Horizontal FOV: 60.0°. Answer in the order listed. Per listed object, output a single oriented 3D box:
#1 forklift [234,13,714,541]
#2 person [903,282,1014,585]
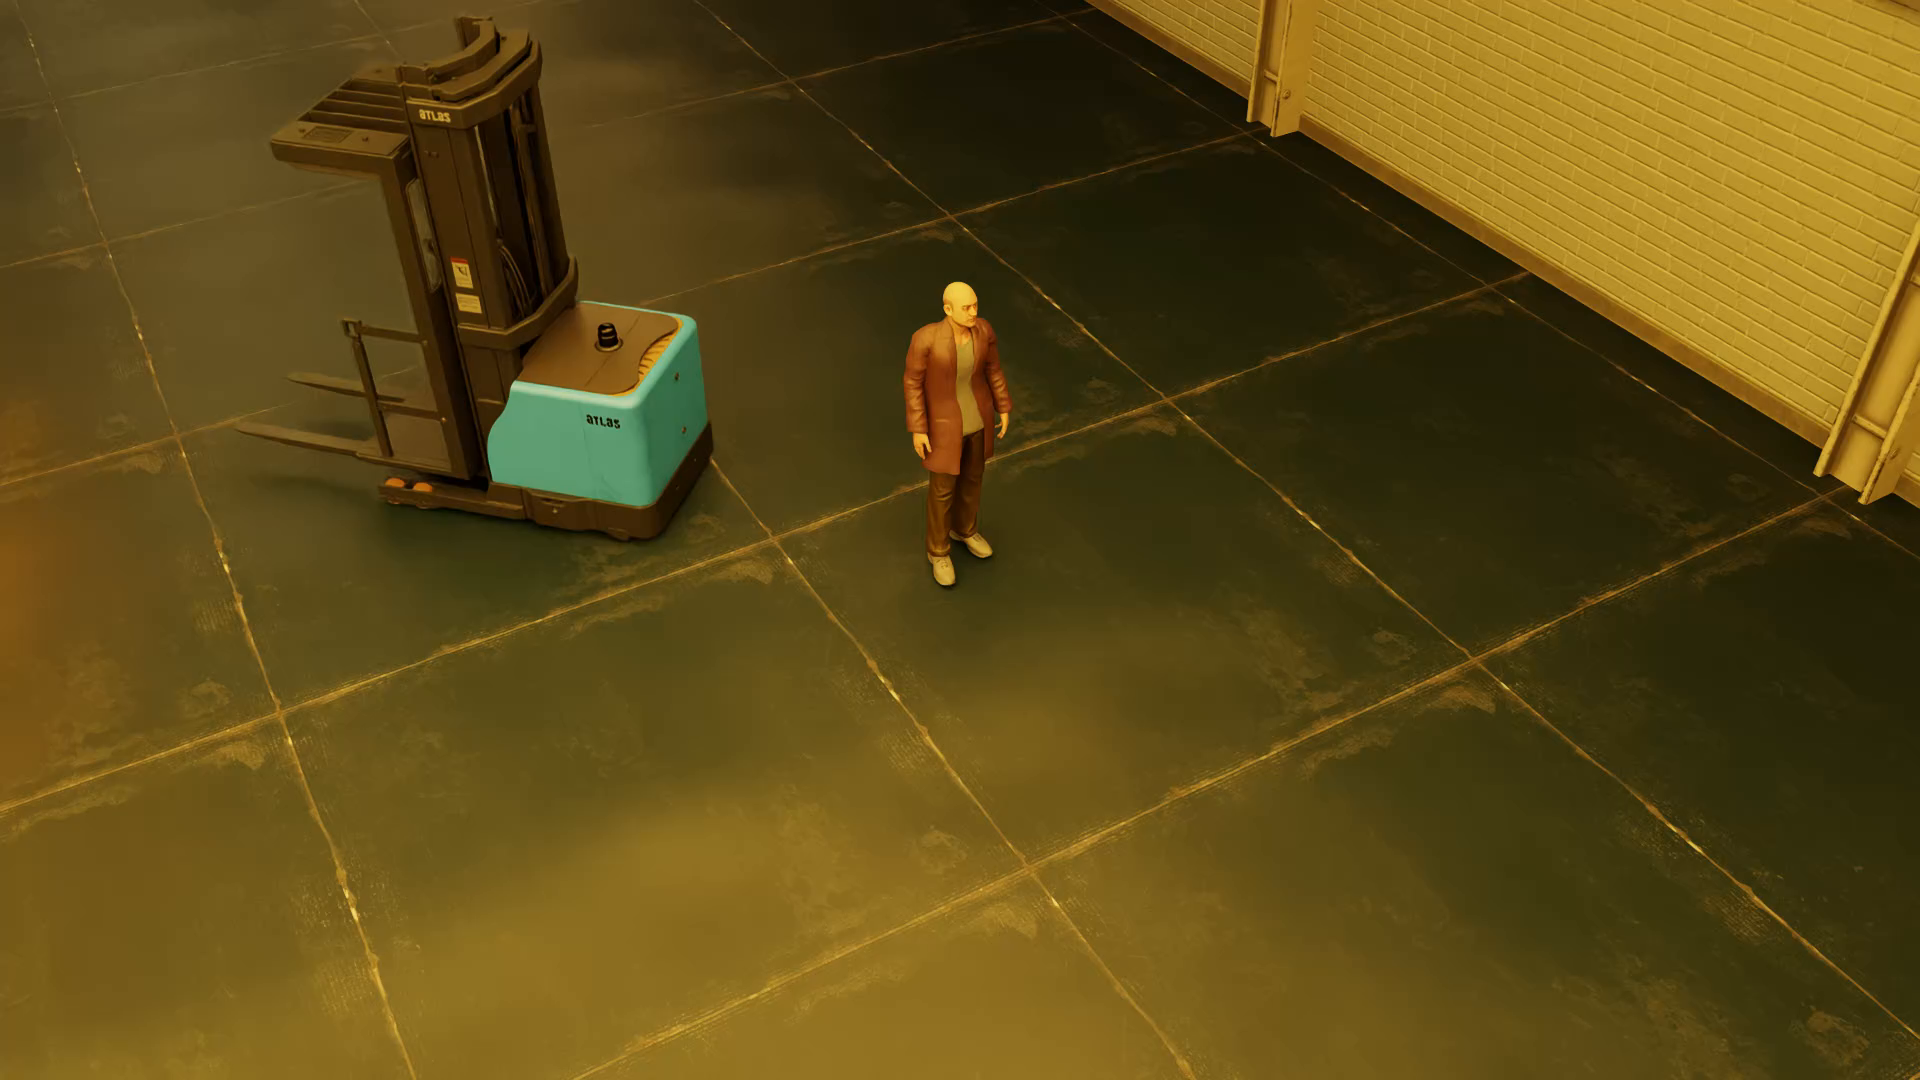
[{"bbox_3d":[-3.194,-1.641,10.014,3.031,2.935,1.130,10,41,11],"label":"forklift"},{"bbox_3d":[0.041,-0.638,9.697,0.696,1.776,0.582,-20,44,-23],"label":"person"}]
